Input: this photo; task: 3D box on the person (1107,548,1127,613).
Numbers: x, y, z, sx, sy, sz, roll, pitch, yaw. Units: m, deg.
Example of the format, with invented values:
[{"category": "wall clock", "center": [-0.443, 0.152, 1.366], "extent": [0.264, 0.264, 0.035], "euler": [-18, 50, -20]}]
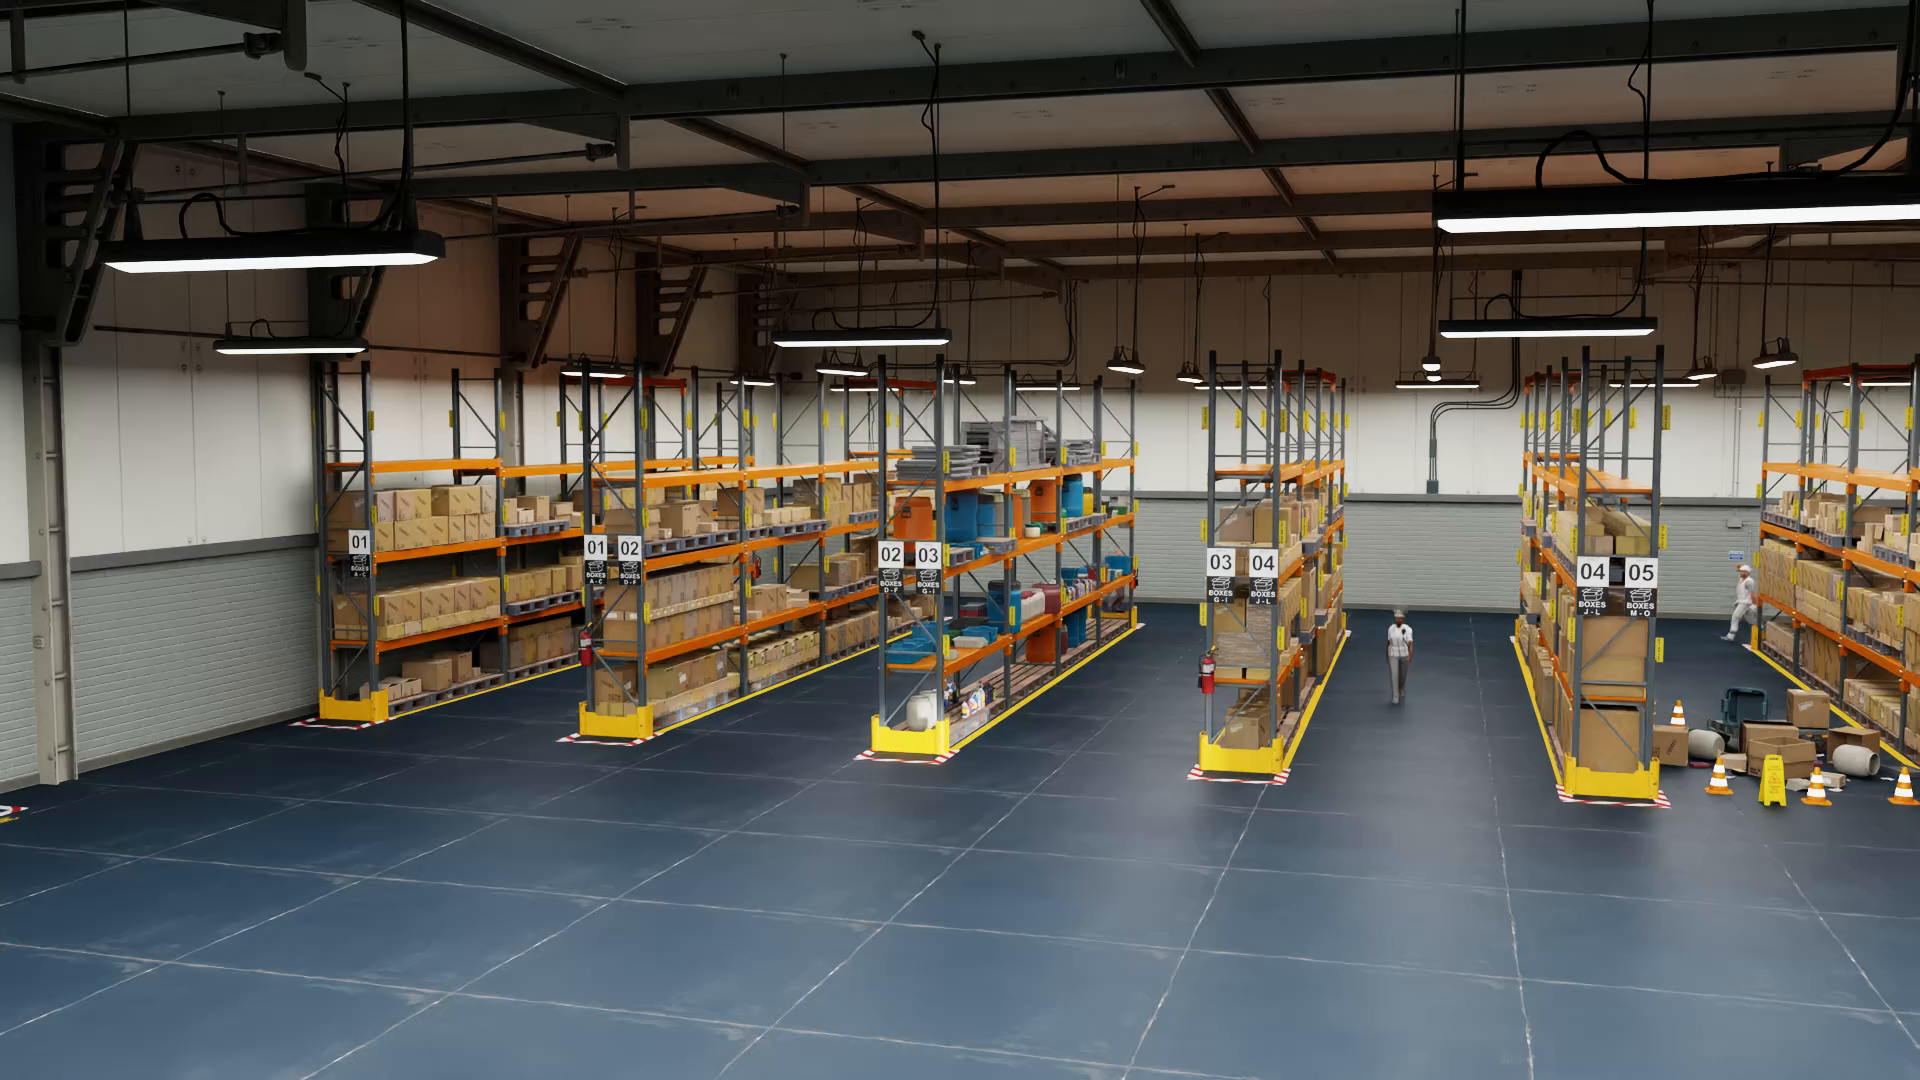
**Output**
[{"category": "person", "center": [4.071, 1.057, 42.973], "extent": [0.466, 1.721, 0.574], "euler": [2, 5, 30]}]

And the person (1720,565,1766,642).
[{"category": "person", "center": [17.789, 1.439, 37.643], "extent": [1.075, 1.747, 0.504], "euler": [1, 4, 16]}]

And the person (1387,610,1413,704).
[{"category": "person", "center": [7.834, 2.050, 29.596], "extent": [0.418, 1.625, 1.047], "euler": [1, 4, 7]}]
